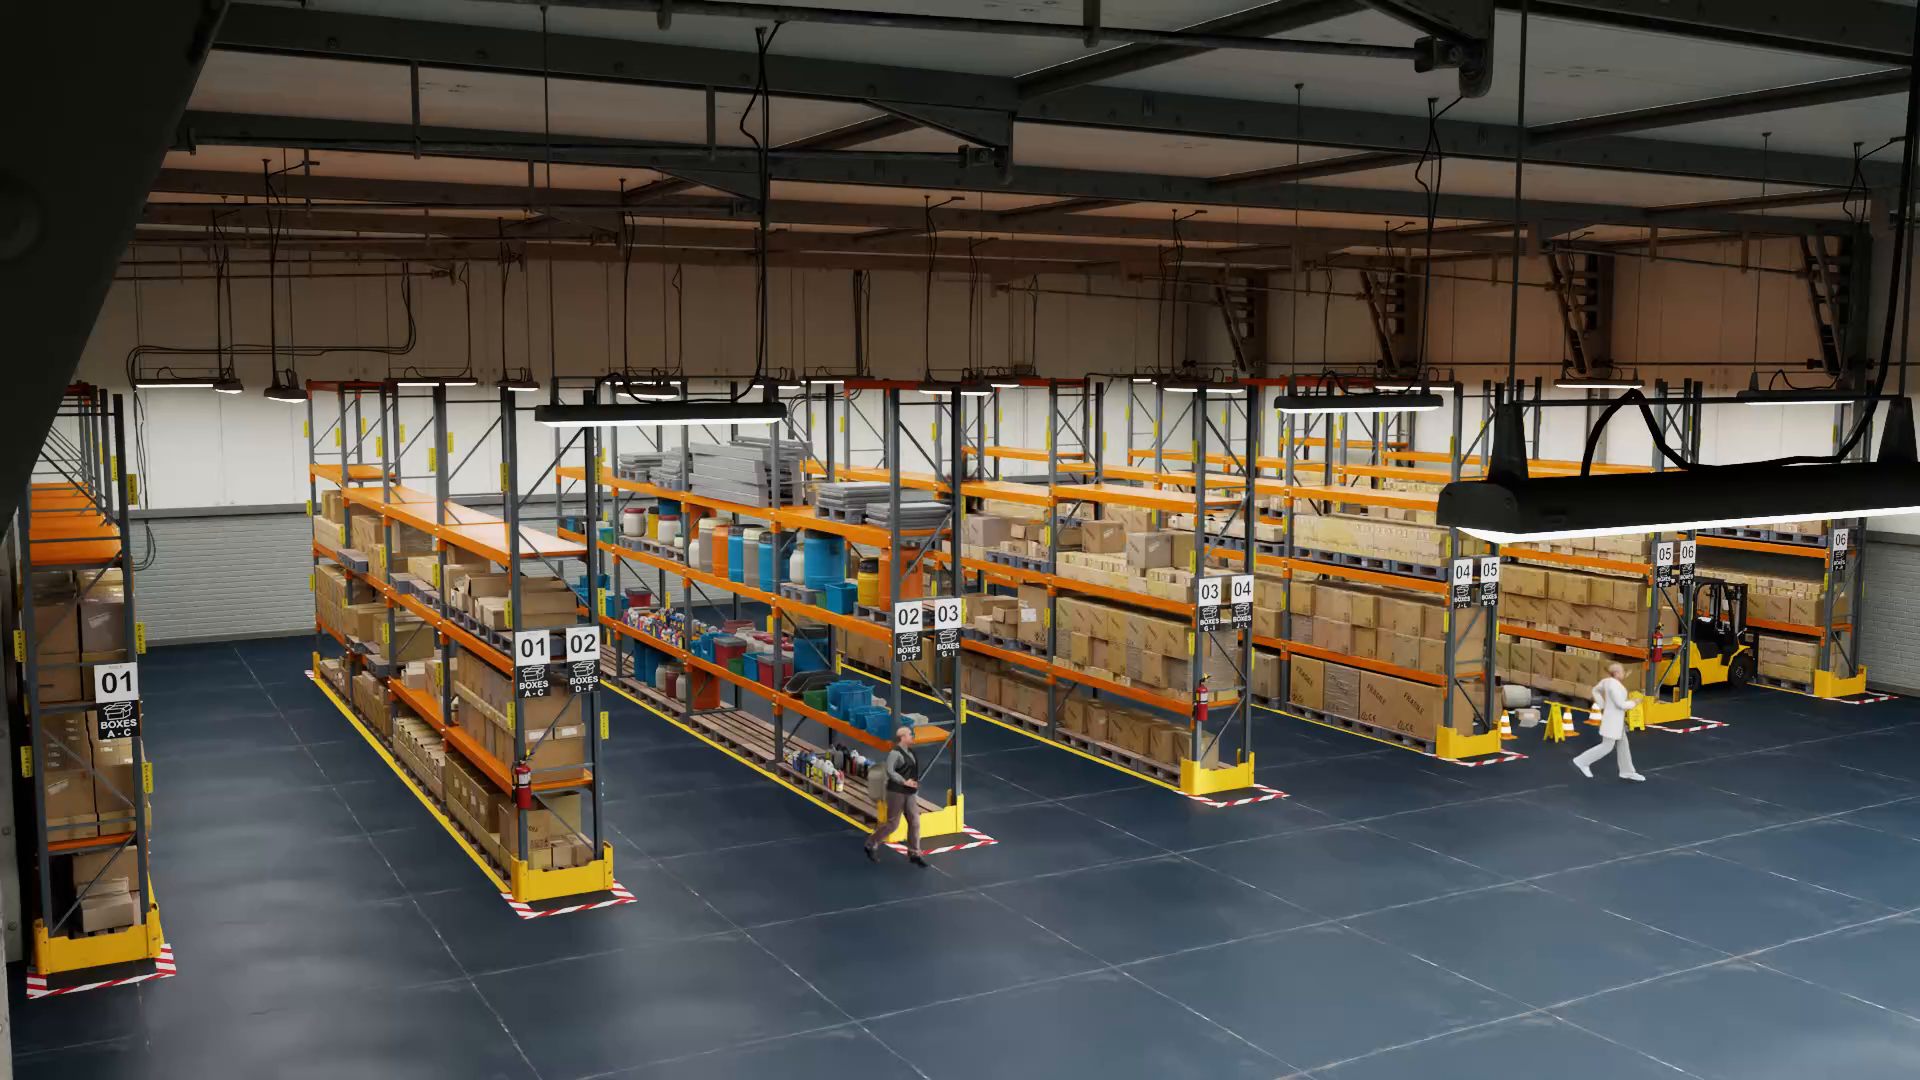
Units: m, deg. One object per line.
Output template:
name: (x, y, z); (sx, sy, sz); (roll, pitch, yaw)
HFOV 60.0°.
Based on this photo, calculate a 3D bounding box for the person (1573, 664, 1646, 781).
person: (9.839, 2.744, 25.125); (1.059, 1.764, 0.703); (1, 6, 13)

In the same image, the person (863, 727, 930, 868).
person: (-0.719, 3.231, 21.089); (0.878, 1.718, 0.723); (3, 7, 24)
